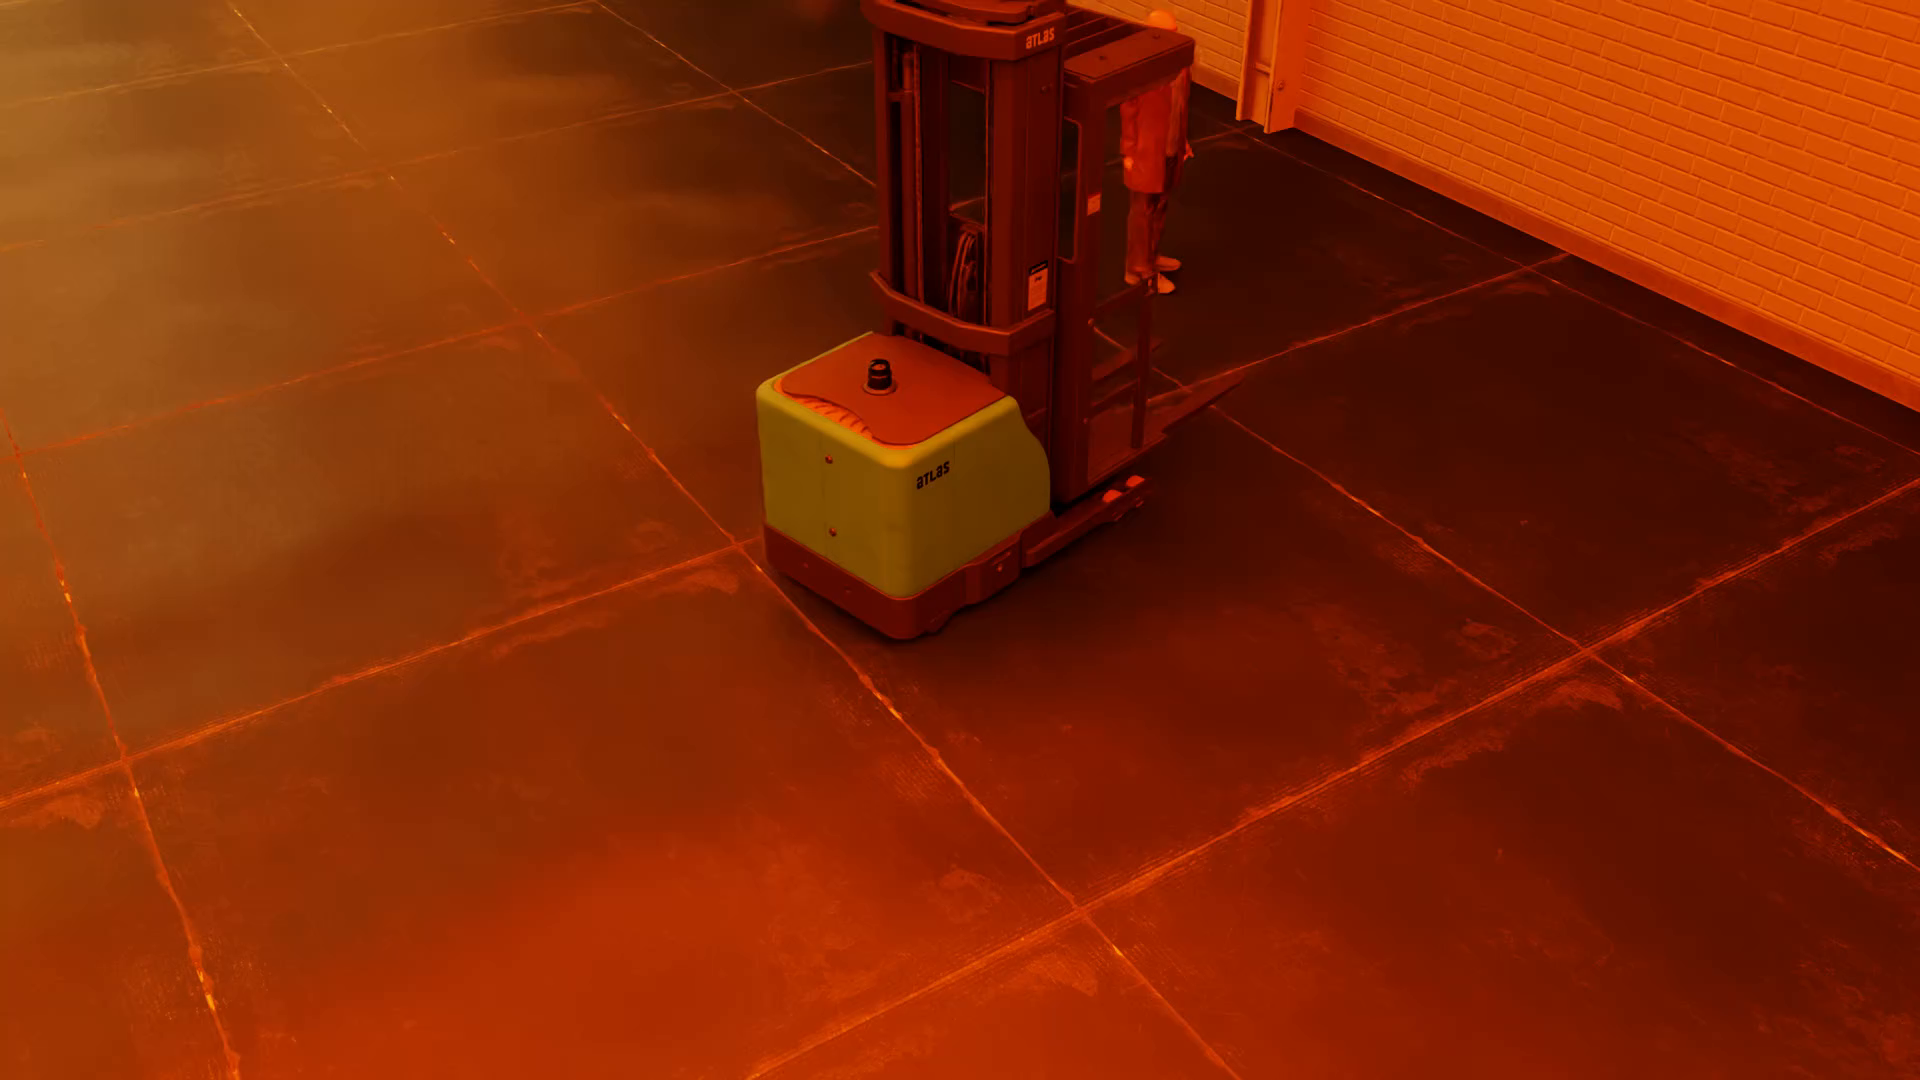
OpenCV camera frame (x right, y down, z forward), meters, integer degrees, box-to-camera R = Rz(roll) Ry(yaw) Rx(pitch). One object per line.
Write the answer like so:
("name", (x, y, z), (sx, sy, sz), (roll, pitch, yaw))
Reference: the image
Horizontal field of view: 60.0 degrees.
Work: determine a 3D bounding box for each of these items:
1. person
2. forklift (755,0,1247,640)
("person", (1.315, -2.497, 10.706), (0.555, 1.780, 0.517), (-25, 42, -31))
("forklift", (0.390, -1.480, 8.254), (1.130, 2.935, 3.031), (29, 44, 34))
